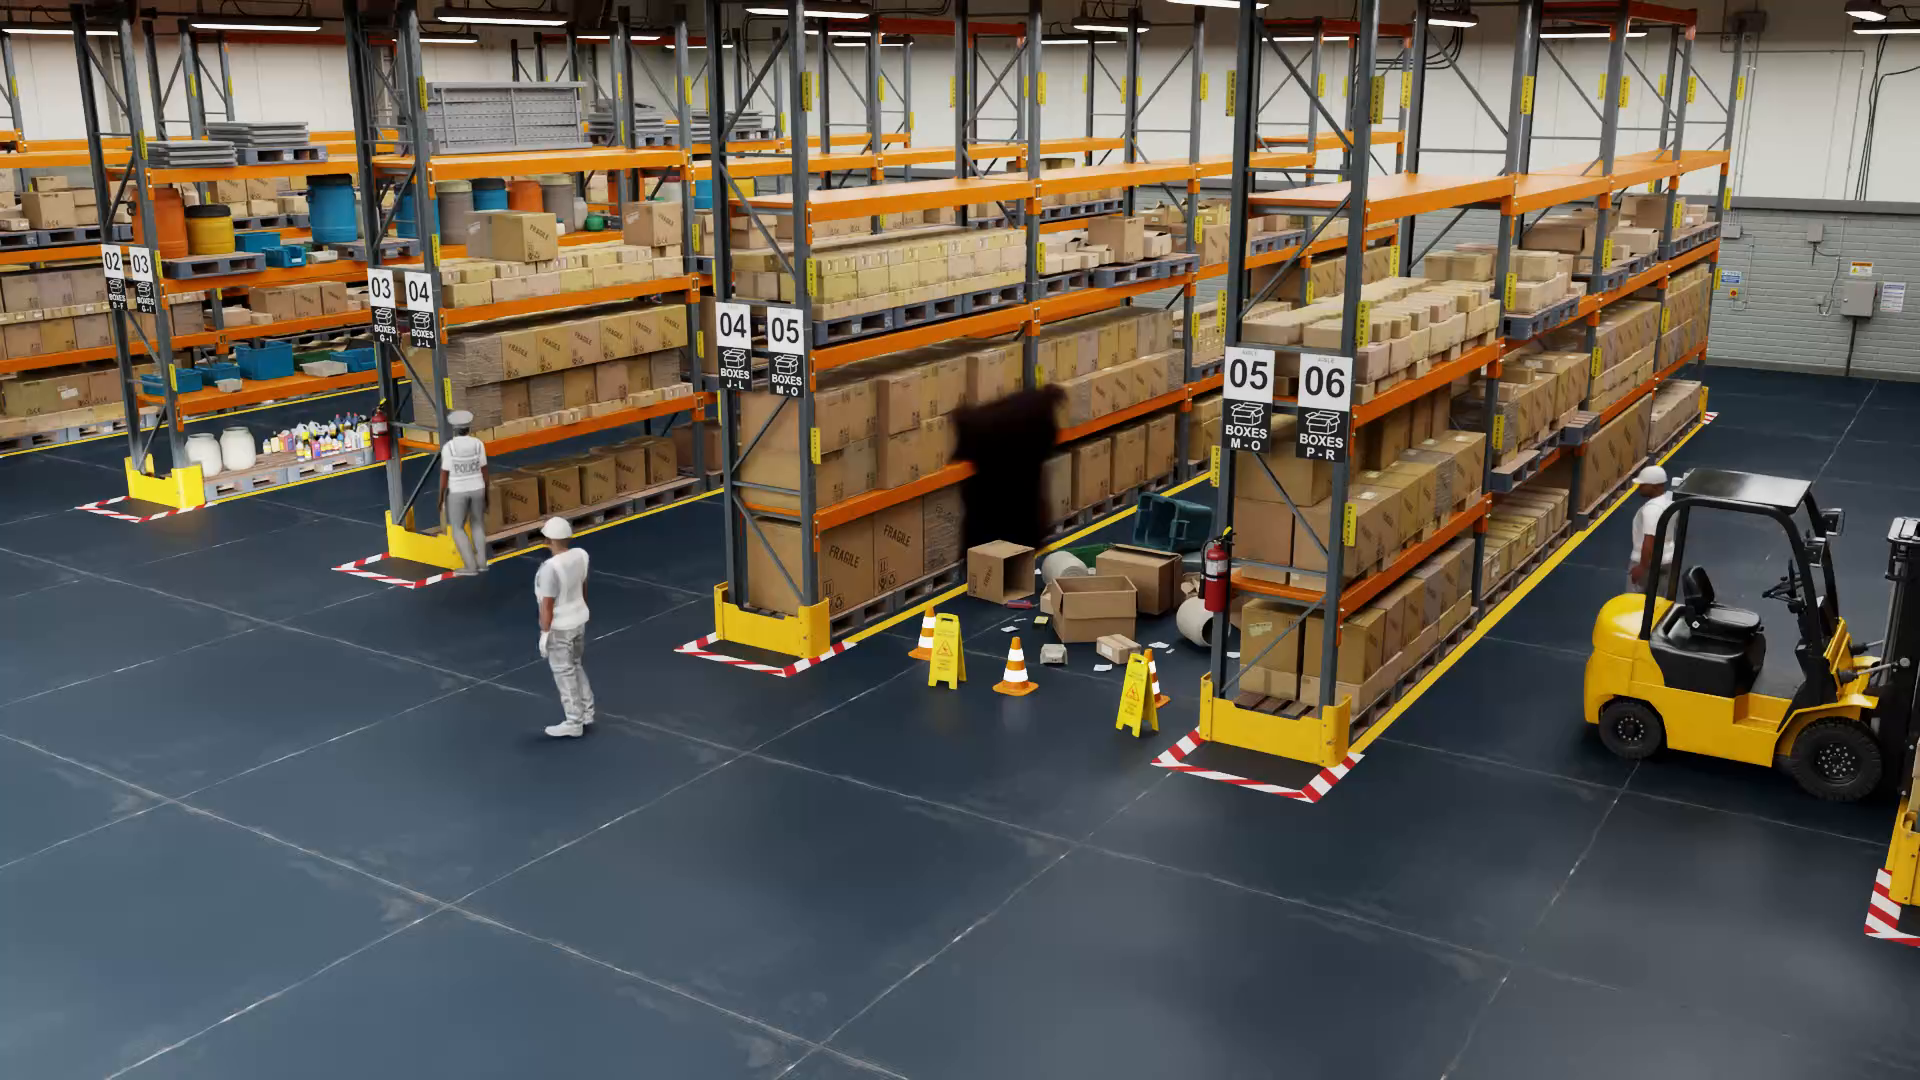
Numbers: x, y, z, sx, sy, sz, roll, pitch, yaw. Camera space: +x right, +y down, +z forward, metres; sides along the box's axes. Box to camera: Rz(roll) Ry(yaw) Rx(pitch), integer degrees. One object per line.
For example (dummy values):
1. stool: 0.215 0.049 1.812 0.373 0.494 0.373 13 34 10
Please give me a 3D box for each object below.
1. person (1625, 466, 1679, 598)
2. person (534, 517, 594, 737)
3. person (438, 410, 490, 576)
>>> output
1. person: 6.336 0.184 15.294 0.619 1.769 0.439 -8 17 -25
2. person: -3.188 0.699 13.391 0.368 1.819 0.672 5 16 17
3. person: -4.988 -0.460 16.734 0.504 1.694 0.381 -13 20 -39
